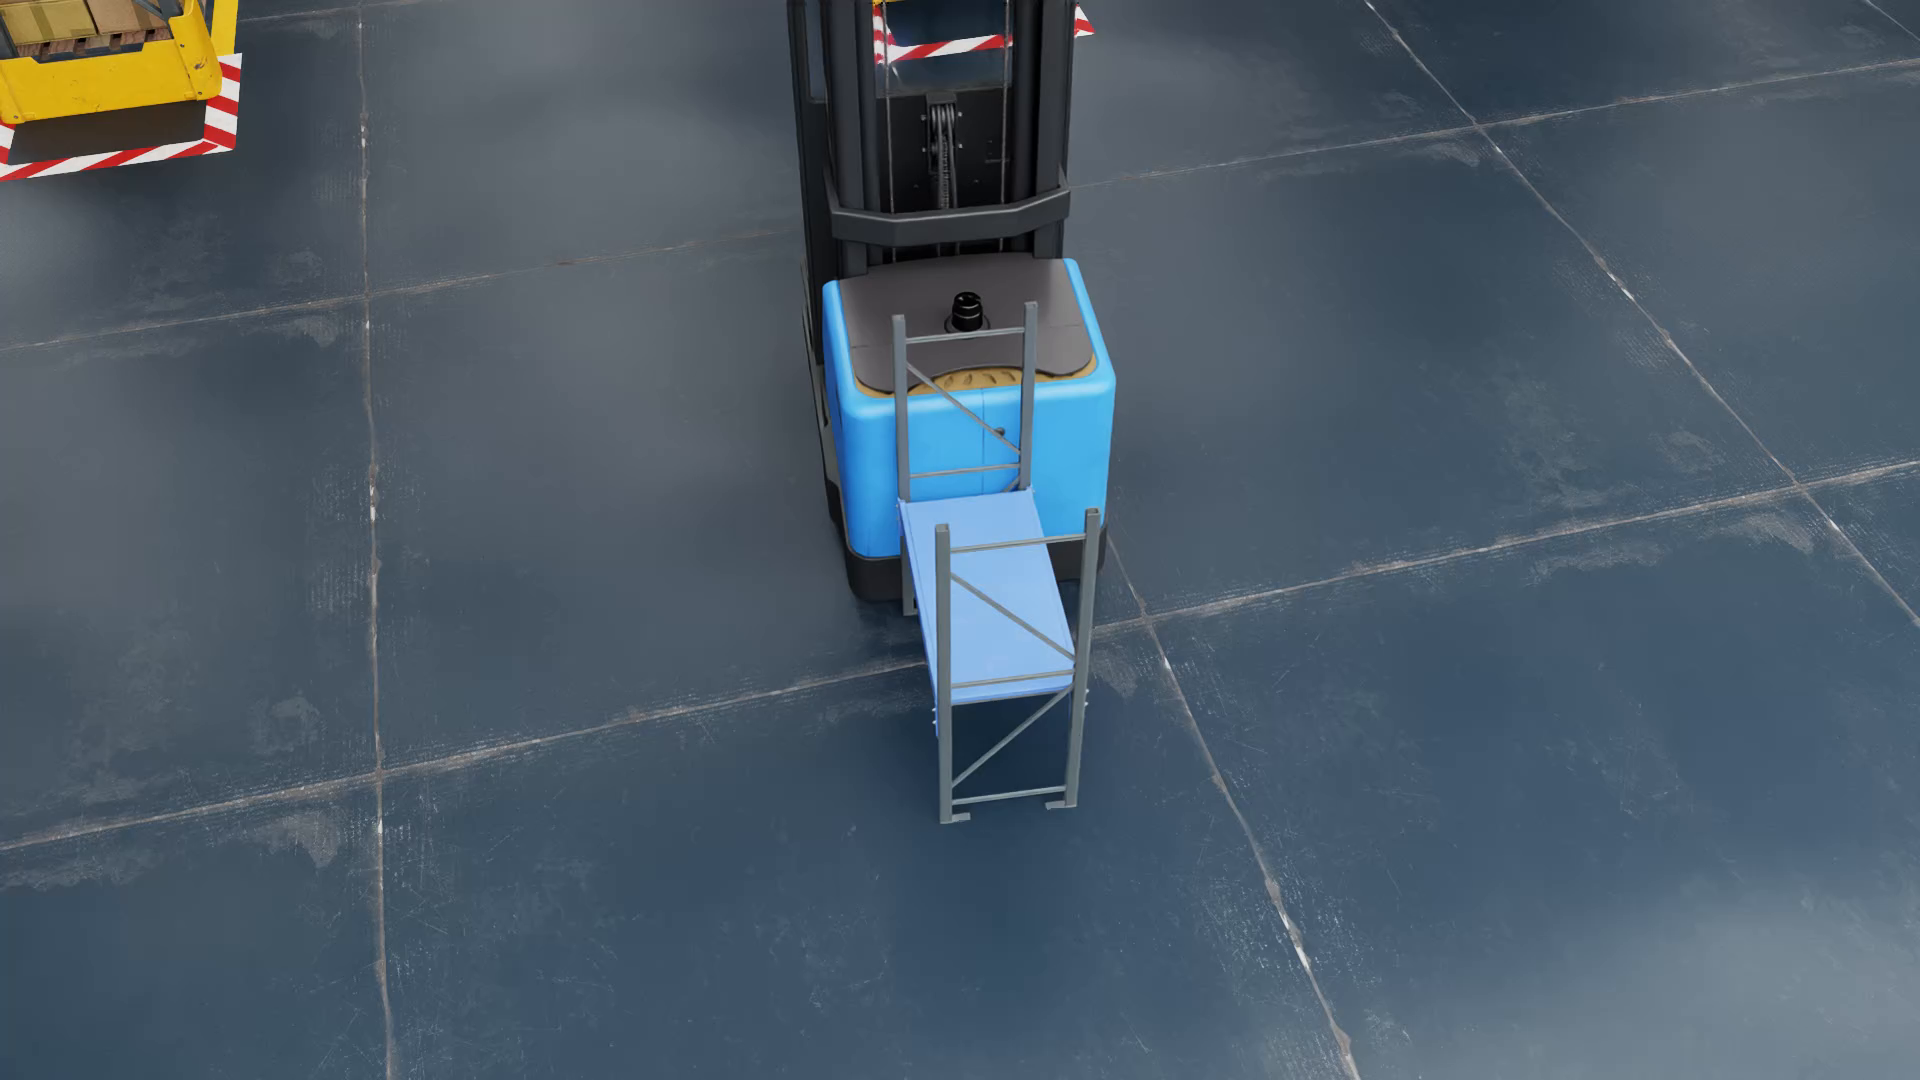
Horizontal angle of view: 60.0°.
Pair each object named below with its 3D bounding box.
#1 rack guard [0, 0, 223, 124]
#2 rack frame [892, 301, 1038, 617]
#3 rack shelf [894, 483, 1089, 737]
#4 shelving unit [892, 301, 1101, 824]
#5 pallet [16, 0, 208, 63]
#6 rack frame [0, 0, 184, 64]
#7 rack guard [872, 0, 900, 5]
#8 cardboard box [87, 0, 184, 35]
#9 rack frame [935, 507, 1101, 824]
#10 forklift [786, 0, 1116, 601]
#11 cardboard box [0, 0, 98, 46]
[{"bbox_3d":[-4.824,-2.709,9.305,1.175,0.500,0.348,-11,47,-10],"label":"rack guard"},{"bbox_3d":[0.017,-0.255,6.201,0.500,1.500,0.032,-6,46,-6],"label":"rack frame"},{"bbox_3d":[0.096,0.230,5.977,0.538,0.185,1.000,-6,46,-6],"label":"rack shelf"},{"bbox_3d":[0.096,0.104,5.849,0.538,1.500,1.048,-6,46,-6],"label":"shelving unit"},{"bbox_3d":[-5.066,-3.145,9.935,1.003,0.211,1.213,-11,47,-10],"label":"pallet"},{"bbox_3d":[-4.830,-3.600,8.429,1.000,3.000,0.127,-11,47,-10],"label":"rack frame"},{"bbox_3d":[-0.106,-3.672,10.250,1.175,0.500,0.348,-11,47,-10],"label":"rack guard"},{"bbox_3d":[-4.752,-3.196,9.664,0.500,0.250,0.500,-11,47,-10],"label":"cardboard box"},{"bbox_3d":[0.174,0.462,5.497,0.500,1.500,0.032,-6,46,-6],"label":"rack frame"},{"bbox_3d":[-0.145,-1.845,6.757,1.130,2.935,3.031,-6,46,-6],"label":"forklift"},{"bbox_3d":[-5.253,-3.101,9.571,0.500,0.250,0.500,-11,47,-10],"label":"cardboard box"}]
